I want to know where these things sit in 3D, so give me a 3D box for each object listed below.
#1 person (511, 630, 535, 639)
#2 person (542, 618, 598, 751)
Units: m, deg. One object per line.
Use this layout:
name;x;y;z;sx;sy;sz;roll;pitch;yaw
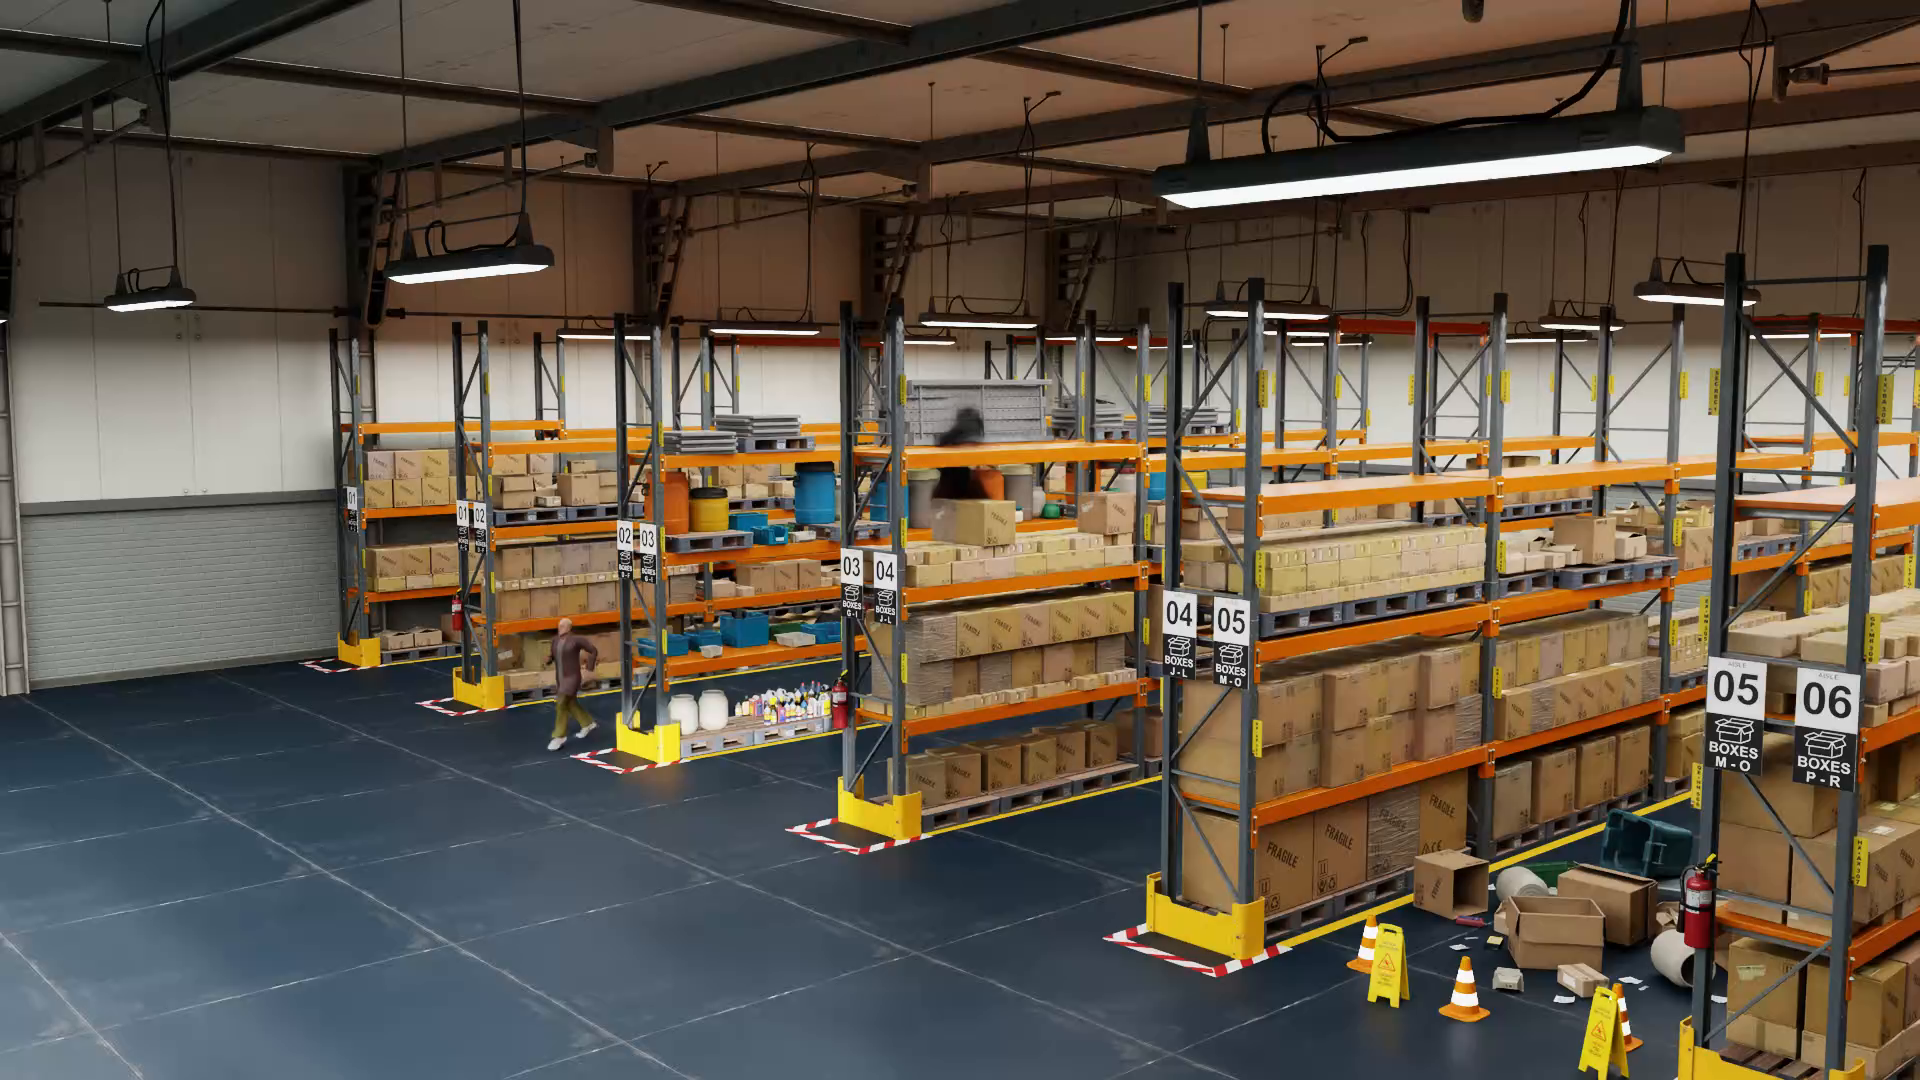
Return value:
person;-7.429;1.510;28.306;0.562;1.721;0.867;5;7;39
person;-5.482;1.977;23.316;0.736;1.802;0.993;4;7;38
